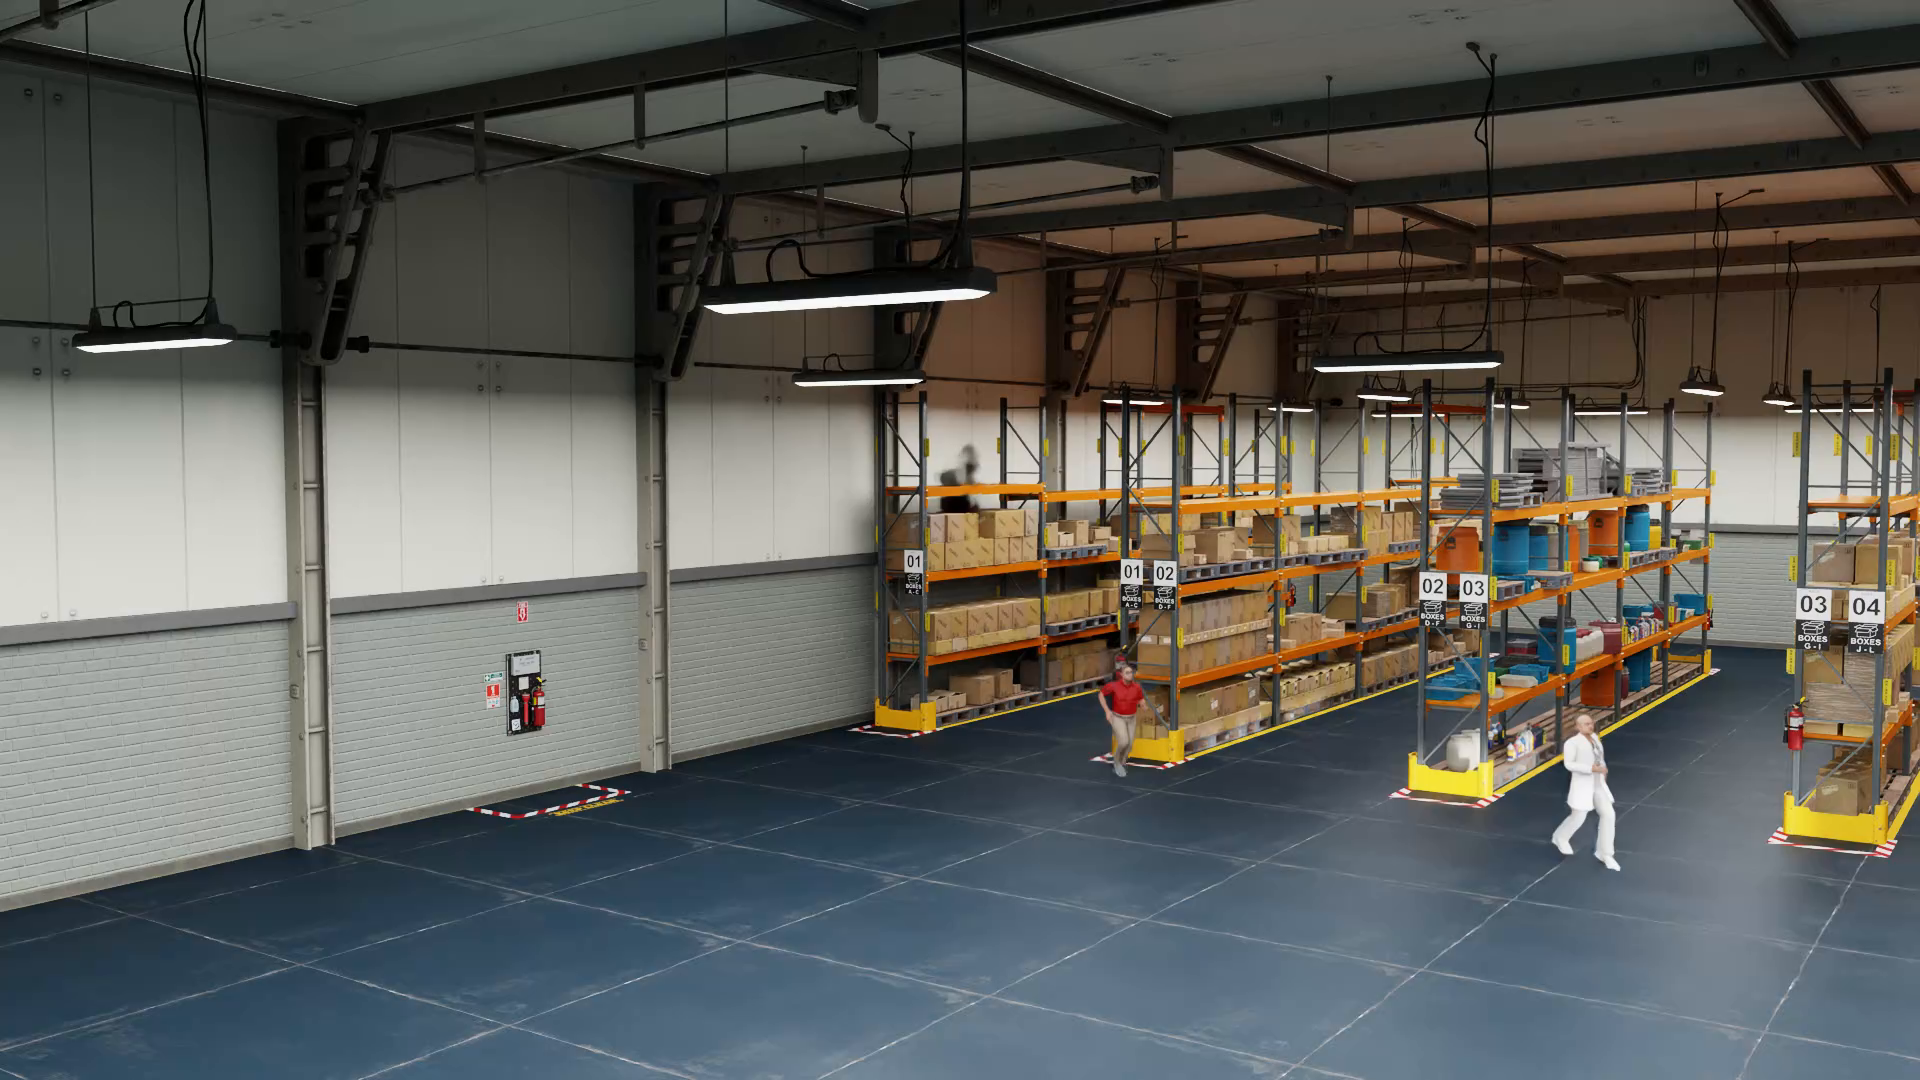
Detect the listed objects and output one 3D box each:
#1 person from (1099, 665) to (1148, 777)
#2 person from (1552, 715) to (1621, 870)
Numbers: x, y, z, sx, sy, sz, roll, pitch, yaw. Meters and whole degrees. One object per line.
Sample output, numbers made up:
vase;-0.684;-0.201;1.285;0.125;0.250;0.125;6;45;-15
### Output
person;2.498;2.719;25.022;0.694;1.670;0.688;-1;3;-23
person;7.573;3.016;20.086;0.720;1.820;0.957;-1;3;-21
